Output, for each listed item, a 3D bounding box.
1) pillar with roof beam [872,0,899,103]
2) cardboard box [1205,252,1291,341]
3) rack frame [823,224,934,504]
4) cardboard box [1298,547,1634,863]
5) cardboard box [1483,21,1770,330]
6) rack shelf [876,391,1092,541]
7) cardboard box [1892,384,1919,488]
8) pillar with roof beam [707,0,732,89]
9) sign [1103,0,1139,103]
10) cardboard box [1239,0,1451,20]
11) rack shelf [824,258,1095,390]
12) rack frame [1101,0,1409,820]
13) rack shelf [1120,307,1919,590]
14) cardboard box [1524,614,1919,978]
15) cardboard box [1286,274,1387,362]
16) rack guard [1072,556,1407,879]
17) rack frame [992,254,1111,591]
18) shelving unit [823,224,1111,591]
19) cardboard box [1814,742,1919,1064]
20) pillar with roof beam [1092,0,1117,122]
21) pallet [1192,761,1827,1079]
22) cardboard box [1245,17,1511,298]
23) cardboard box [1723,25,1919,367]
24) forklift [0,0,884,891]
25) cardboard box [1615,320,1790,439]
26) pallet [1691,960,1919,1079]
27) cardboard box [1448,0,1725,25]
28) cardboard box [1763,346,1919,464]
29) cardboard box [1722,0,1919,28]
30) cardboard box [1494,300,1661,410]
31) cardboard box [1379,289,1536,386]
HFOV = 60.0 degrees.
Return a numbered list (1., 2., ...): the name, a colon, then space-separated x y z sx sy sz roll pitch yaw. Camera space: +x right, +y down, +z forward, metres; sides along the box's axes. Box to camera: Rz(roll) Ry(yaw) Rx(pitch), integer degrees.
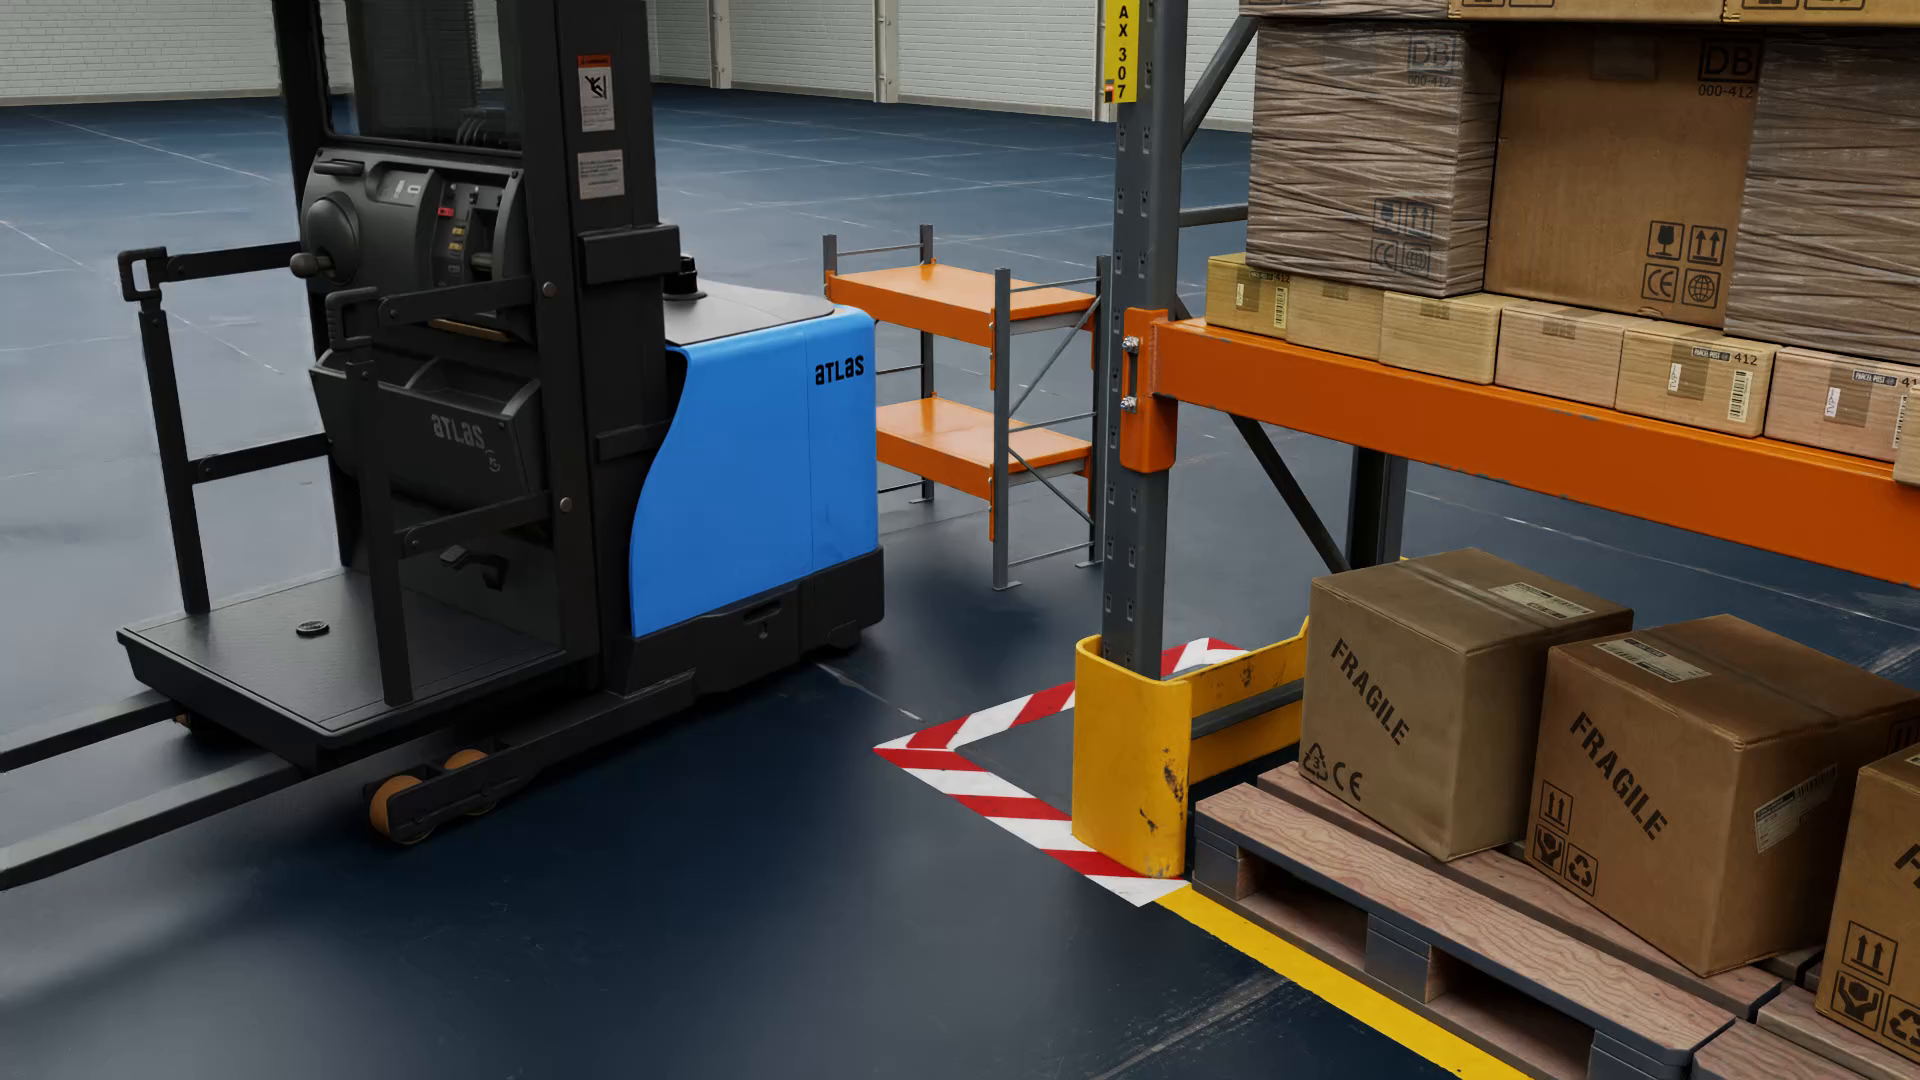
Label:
1. pillar with roof beam: -4.744 -11.606 27.096 9.100 9.000 0.400 -14 23 -36
2. cardboard box: 0.761 -0.551 3.656 0.380 0.149 0.250 -14 23 -36
3. rack frame: -0.311 -0.658 6.559 0.500 1.125 0.032 -14 23 -36
4. cardboard box: 1.145 0.357 3.821 0.500 0.500 0.500 -9 20 -26
5. cardboard box: 1.495 -0.735 3.179 0.875 0.500 0.500 -14 23 -36
6. rack shelf: 0.004 -0.300 6.258 0.538 0.278 1.000 -14 23 -36
7. cardboard box: 1.616 -0.163 2.482 0.380 0.149 0.250 -14 23 -36
8. pillar with roof beam: -8.469 -13.084 31.561 9.100 9.000 0.400 -14 23 -36
9. sign: 0.345 -1.092 3.513 0.100 0.325 0.005 -14 23 -36
10. cardboard box: 0.898 -1.262 3.179 0.500 0.500 0.500 -14 23 -36
11. rack shelf: 0.004 -0.810 6.089 0.538 0.278 1.000 -14 23 -36
12. rack frame: 0.771 -0.787 3.969 1.000 3.000 0.127 -14 23 -36
13. rack shelf: 2.012 0.047 2.593 1.077 0.370 4.000 -14 23 -36
14. cardboard box: 1.543 0.498 3.396 0.500 0.500 0.500 -8 20 -22
15. cardboard box: 0.901 -0.486 3.458 0.380 0.149 0.250 -14 23 -36
16. rack guard: 0.818 0.418 4.305 1.175 0.500 0.348 -14 23 -36
17. rack frame: 0.320 -0.407 5.802 0.500 1.125 0.032 -14 23 -36
18. shelving unit: 0.004 -0.532 6.181 0.538 1.125 1.048 -14 23 -36
19. cardboard box: 1.917 0.656 2.919 0.500 0.500 0.500 -12 22 -31
20. pillar with roof beam: -1.019 -10.127 22.631 9.100 9.000 0.400 -14 23 -36
21. pallet: 1.294 0.762 3.725 1.003 0.211 1.213 -14 23 -36
22. cardboard box: 1.090 -0.835 3.481 0.875 0.500 0.500 -14 23 -36
23. cardboard box: 1.772 -0.604 2.782 0.875 0.500 0.500 -14 23 -36
24. forklift: -1.571 -0.819 4.172 1.130 2.935 3.031 15 23 37
25. cardboard box: 1.365 -0.301 2.899 0.380 0.149 0.250 -14 23 -36
26. pallet: 2.048 1.063 2.818 1.003 0.211 1.213 -14 23 -36
27. cardboard box: 1.203 -1.137 2.803 0.500 0.500 0.500 -14 23 -36
28. cardboard box: 1.542 -0.245 2.729 0.380 0.149 0.250 -14 23 -36
29. cardboard box: 1.515 -1.015 2.432 0.500 0.500 0.500 -14 23 -36
30. cardboard box: 1.216 -0.364 3.090 0.380 0.149 0.250 -14 23 -36
31. cardboard box: 1.044 -0.422 3.263 0.380 0.149 0.250 -14 23 -36
